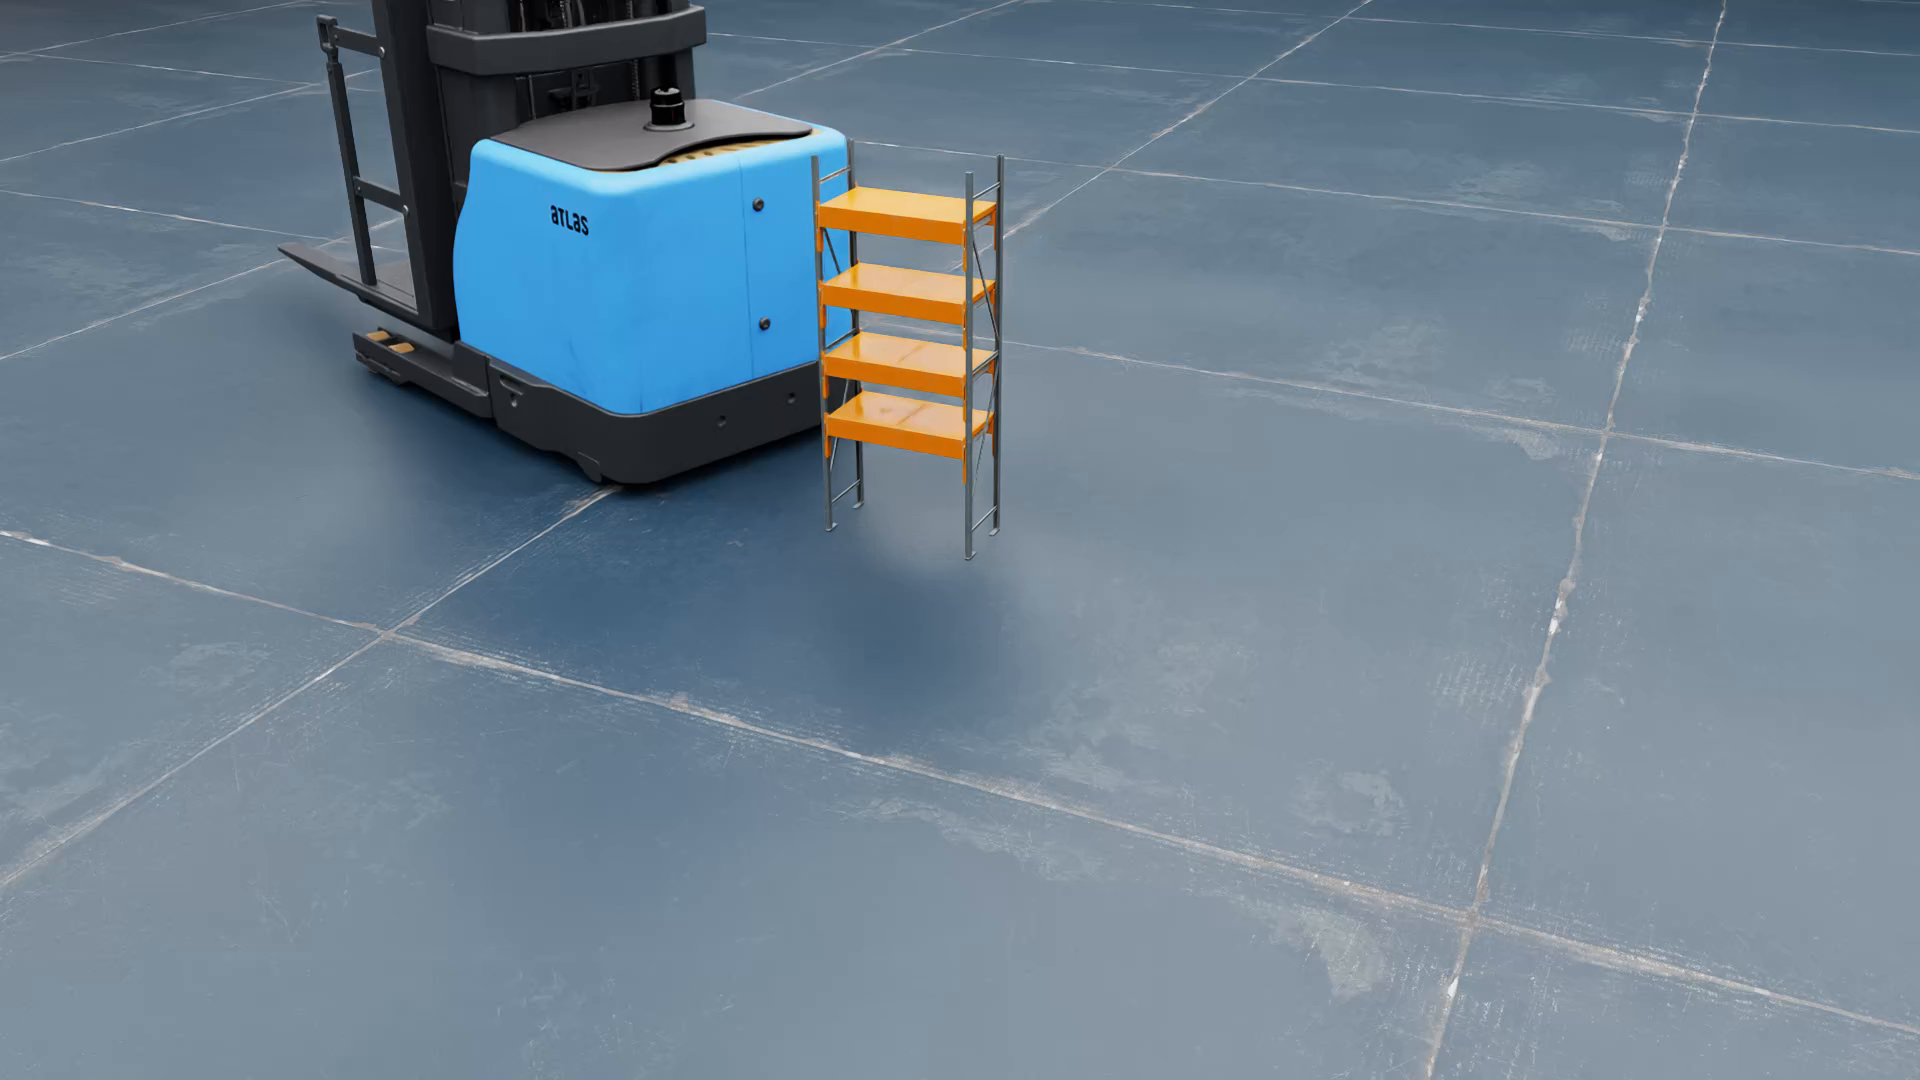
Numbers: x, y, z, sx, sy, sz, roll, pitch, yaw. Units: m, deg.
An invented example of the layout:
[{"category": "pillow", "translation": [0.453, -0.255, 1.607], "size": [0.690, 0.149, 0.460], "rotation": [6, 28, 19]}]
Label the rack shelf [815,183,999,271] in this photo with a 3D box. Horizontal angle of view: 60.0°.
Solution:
[{"category": "rack shelf", "translation": [-0.151, -0.921, 4.873], "size": [0.480, 0.148, 0.258], "rotation": [11, 28, 22]}]

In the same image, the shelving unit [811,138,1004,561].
[{"category": "shelving unit", "translation": [-0.151, -0.569, 5.046], "size": [0.503, 1.200, 0.258], "rotation": [11, 28, 22]}]

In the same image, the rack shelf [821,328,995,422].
[{"category": "rack shelf", "translation": [-0.151, -0.508, 5.076], "size": [0.480, 0.148, 0.258], "rotation": [11, 28, 22]}]

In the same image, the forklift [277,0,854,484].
[{"category": "forklift", "translation": [-1.751, -2.054, 6.104], "size": [1.130, 2.935, 3.031], "rotation": [-23, 35, -39]}]

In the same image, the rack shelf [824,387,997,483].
[{"category": "rack shelf", "translation": [-0.151, -0.330, 5.164], "size": [0.480, 0.148, 0.258], "rotation": [11, 28, 22]}]

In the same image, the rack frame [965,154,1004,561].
[{"category": "rack frame", "translation": [0.071, -0.524, 4.956], "size": [0.015, 1.200, 0.240], "rotation": [11, 28, 22]}]

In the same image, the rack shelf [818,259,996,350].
[{"category": "rack shelf", "translation": [-0.151, -0.709, 4.977], "size": [0.480, 0.148, 0.258], "rotation": [11, 28, 22]}]

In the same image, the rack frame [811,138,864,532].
[{"category": "rack frame", "translation": [-0.373, -0.613, 5.137], "size": [0.015, 1.200, 0.240], "rotation": [11, 28, 22]}]
